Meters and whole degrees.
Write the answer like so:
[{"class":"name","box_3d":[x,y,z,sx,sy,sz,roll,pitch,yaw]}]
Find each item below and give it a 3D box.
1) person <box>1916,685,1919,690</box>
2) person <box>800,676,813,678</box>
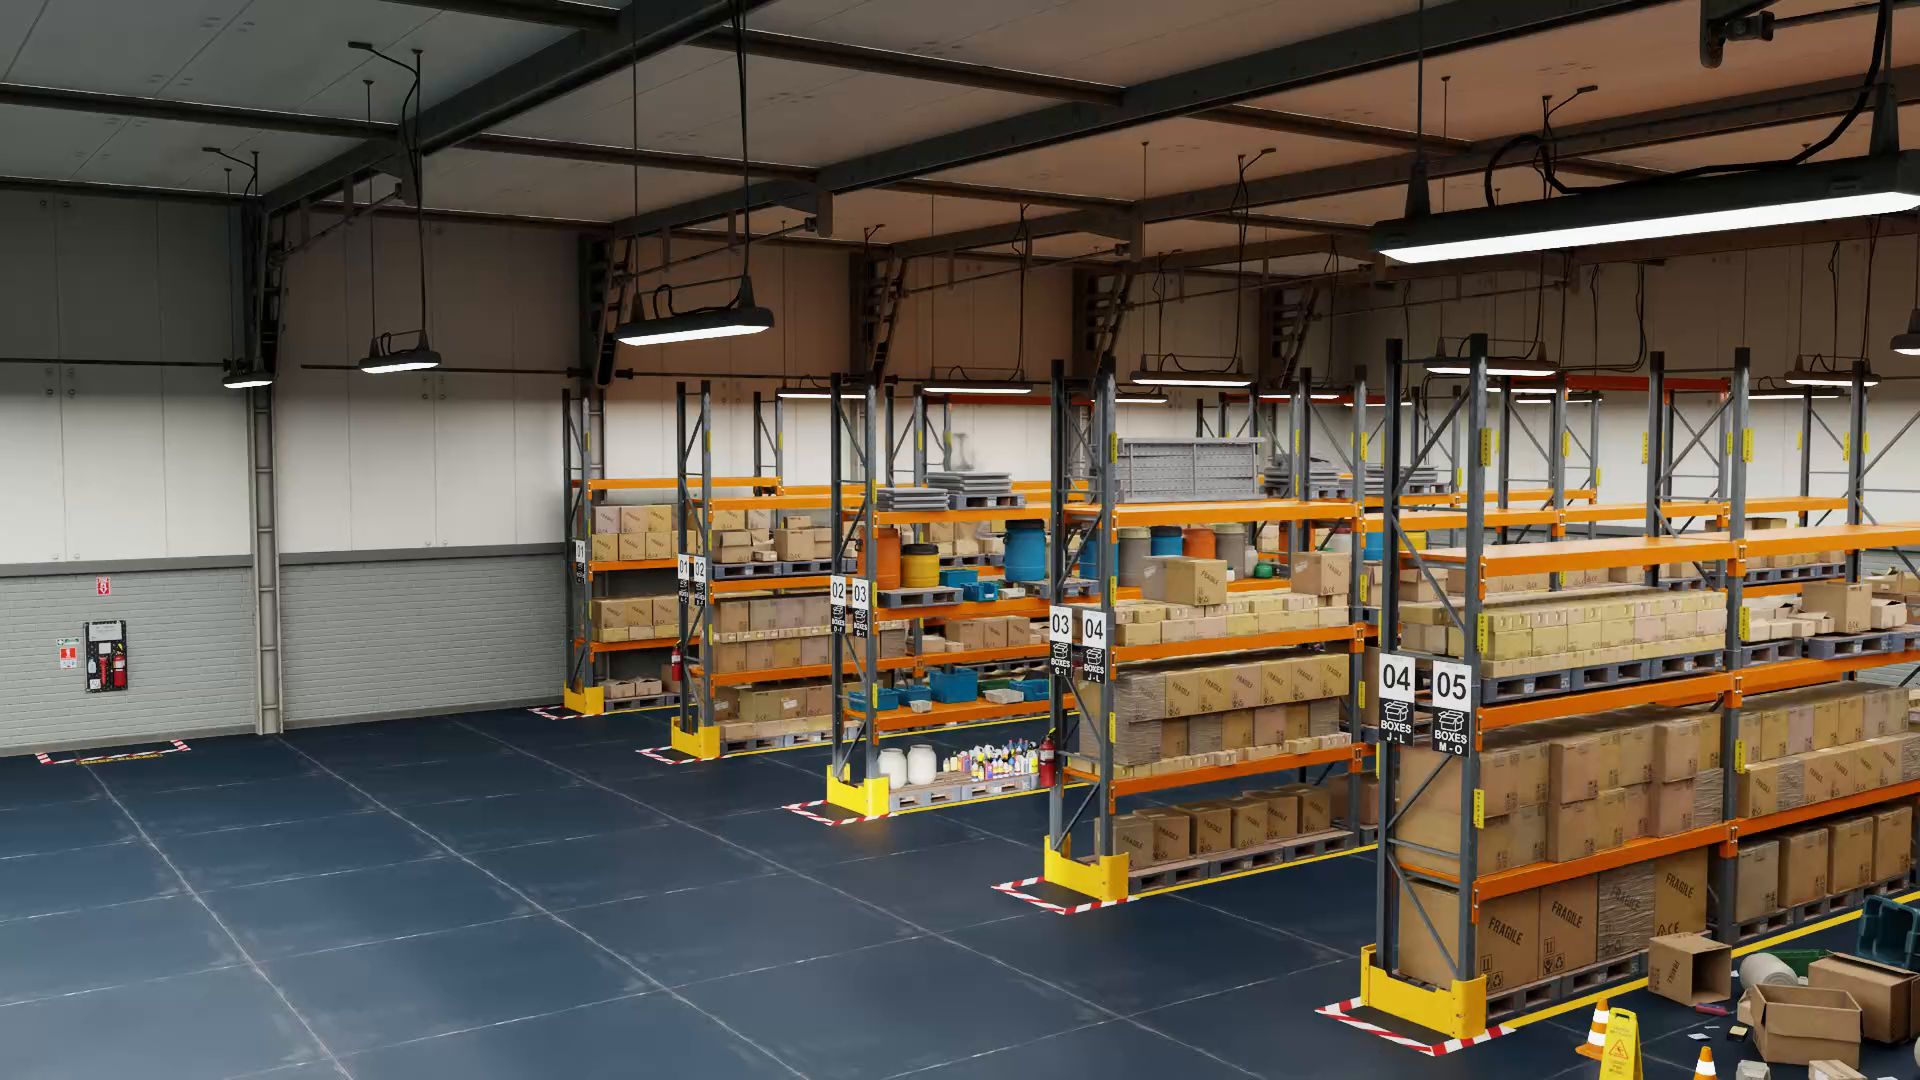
[{"class":"person","box_3d":[13.720,2.900,23.552,0.625,1.556,0.589,-2,4,-25]},{"class":"person","box_3d":[-2.670,2.389,30.011,0.574,1.718,0.702,-3,5,-37]}]
